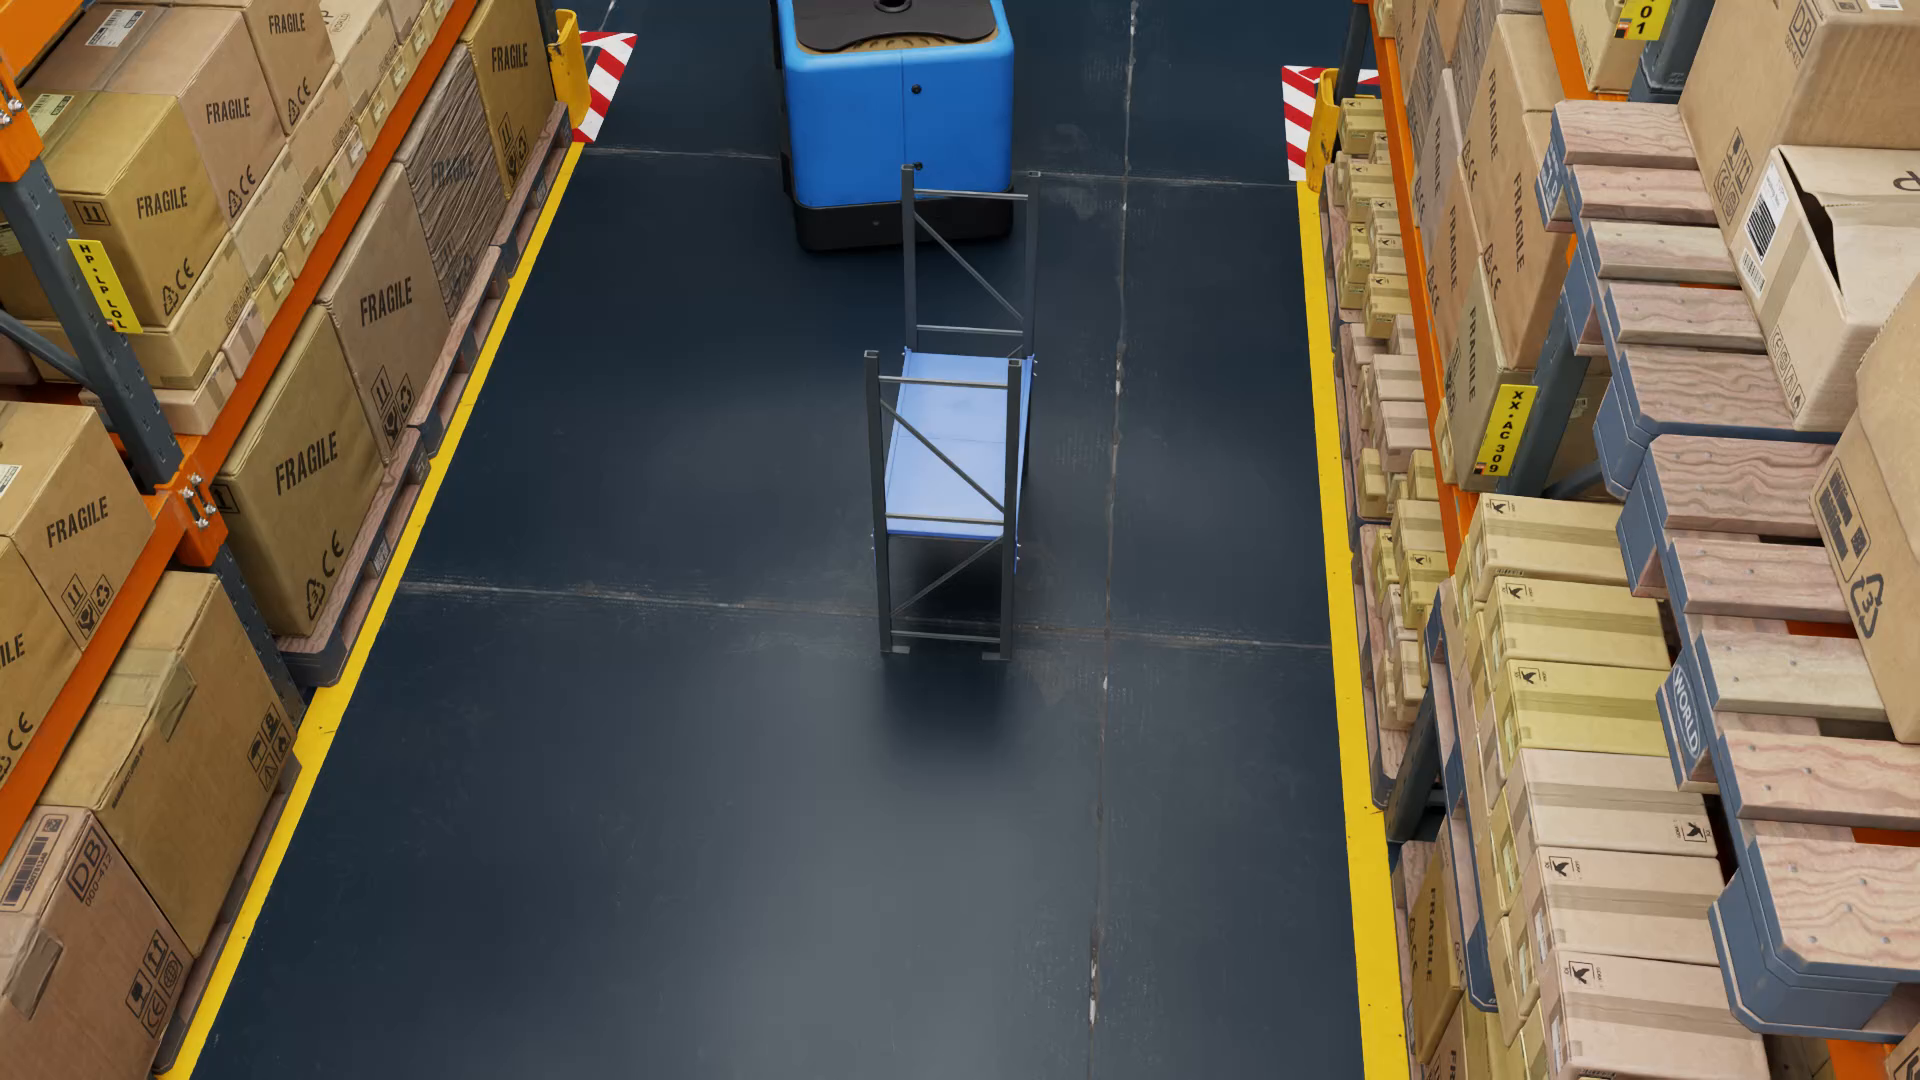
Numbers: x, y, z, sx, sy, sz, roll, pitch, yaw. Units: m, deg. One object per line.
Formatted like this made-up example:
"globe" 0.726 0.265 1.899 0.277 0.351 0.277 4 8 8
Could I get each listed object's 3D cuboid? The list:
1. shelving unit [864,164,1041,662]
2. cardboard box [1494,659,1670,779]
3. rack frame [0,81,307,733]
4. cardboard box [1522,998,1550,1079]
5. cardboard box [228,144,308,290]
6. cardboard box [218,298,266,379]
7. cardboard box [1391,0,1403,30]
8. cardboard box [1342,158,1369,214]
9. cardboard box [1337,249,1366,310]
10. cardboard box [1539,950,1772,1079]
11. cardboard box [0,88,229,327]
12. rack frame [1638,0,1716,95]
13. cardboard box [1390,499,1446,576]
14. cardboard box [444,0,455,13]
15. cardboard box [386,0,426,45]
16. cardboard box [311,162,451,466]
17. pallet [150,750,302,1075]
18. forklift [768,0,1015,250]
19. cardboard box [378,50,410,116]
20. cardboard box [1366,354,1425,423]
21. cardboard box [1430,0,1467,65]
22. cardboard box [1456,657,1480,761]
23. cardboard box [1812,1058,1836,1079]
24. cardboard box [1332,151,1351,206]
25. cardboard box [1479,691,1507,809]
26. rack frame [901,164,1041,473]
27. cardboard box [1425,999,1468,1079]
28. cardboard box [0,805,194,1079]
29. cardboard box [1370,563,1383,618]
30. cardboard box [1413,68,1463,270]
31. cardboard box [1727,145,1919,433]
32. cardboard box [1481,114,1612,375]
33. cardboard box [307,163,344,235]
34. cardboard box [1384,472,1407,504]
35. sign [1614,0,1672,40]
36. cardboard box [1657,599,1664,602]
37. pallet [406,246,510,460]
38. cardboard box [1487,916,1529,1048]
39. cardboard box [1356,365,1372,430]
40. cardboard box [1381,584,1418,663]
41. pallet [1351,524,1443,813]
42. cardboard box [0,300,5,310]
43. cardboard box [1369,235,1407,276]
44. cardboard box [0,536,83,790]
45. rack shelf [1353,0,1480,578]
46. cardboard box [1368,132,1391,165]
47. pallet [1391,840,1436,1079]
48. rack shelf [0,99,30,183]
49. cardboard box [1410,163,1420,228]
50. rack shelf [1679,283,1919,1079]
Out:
"shelving unit" -0.008 -0.443 6.165 0.538 1.500 1.048 4 48 4
"cardboard box" 1.453 0.429 3.834 0.380 0.149 0.250 4 48 4
"rack frame" -2.938 -0.373 5.085 1.000 3.000 0.127 4 48 4
"cardboard box" 1.384 1.100 3.421 0.380 0.149 0.250 3 48 3
"cardboard box" -2.584 -1.116 5.664 0.500 0.250 0.500 4 48 3
"cardboard box" -2.556 -0.677 5.532 0.380 0.149 0.250 2 48 2
"cardboard box" 2.017 -2.333 6.607 0.500 0.500 0.500 4 48 4
"cardboard box" 1.972 -1.620 7.670 0.380 0.149 0.250 4 48 3
"cardboard box" 1.900 -1.160 7.451 0.380 0.149 0.250 4 48 4
"cardboard box" 1.382 0.985 3.324 0.380 0.149 0.250 5 48 5
"cardboard box" -2.640 -1.011 5.060 0.500 0.500 0.500 4 48 4
"rack frame" 1.992 -1.990 2.498 1.000 3.000 0.127 4 48 4
"cardboard box" 1.765 0.001 5.986 0.380 0.149 0.250 3 48 3
"cardboard box" -2.348 -2.384 7.094 0.380 0.149 0.250 5 48 4
"cardboard box" -2.446 -2.242 6.694 0.500 0.250 0.500 2 48 2
"cardboard box" -2.716 -0.939 6.757 0.875 0.875 0.875 4 48 4
"pallet" -2.933 1.140 5.590 1.003 0.211 1.213 4 48 4
"forklift" -0.450 -3.474 7.967 1.130 2.935 3.031 -6 48 -5
"cardboard box" -2.417 -1.821 6.579 0.380 0.149 0.250 5 48 4
"cardboard box" 1.811 -0.588 6.526 0.380 0.149 0.250 2 48 2
"cardboard box" 1.899 -1.938 5.569 0.500 0.500 0.500 3 48 2
"cardboard box" 1.479 0.440 4.226 0.380 0.149 0.250 5 48 4
"cardboard box" 2.038 1.240 3.495 0.380 0.149 0.250 6 48 5
"cardboard box" 1.990 -1.721 7.965 0.380 0.149 0.250 5 48 4
"cardboard box" 1.454 0.516 3.955 0.380 0.149 0.250 5 48 4
"rack frame" 0.039 -0.817 6.507 0.500 1.500 0.032 4 48 4
"cardboard box" 1.614 1.650 4.643 0.500 0.500 0.500 6 48 5
"cardboard box" -3.057 1.330 4.682 1.225 0.875 0.875 2 48 2
"cardboard box" 1.756 0.160 6.244 0.380 0.149 0.250 2 48 2
"cardboard box" 1.850 -1.221 5.591 0.500 0.500 0.500 4 48 3
"cardboard box" 1.703 -0.457 2.904 0.500 0.311 0.500 3 48 3
"cardboard box" 1.766 -0.801 4.529 0.500 0.500 0.500 2 48 2
"cardboard box" -2.487 -1.252 6.058 0.380 0.149 0.250 3 48 3
"cardboard box" 1.848 -0.263 6.429 0.380 0.149 0.250 5 48 4
"sign" 1.451 -1.183 3.442 0.100 0.325 0.005 4 48 4
"cardboard box" 2.314 0.216 5.789 0.380 0.149 0.250 6 48 5
"pallet" -2.682 -0.885 7.442 1.003 0.211 1.213 4 48 4
"cardboard box" 1.405 0.995 3.719 0.380 0.149 0.250 2 48 2
"cardboard box" 1.863 -0.583 6.924 0.380 0.149 0.250 4 48 4
"cardboard box" 1.717 0.302 5.913 0.380 0.149 0.250 2 48 2
"pallet" 2.018 0.480 6.194 1.003 0.211 1.213 4 48 4
"cardboard box" -3.162 -1.032 5.079 0.500 0.500 0.500 5 48 5
"cardboard box" 1.940 -1.145 7.035 0.380 0.149 0.250 6 48 5
"cardboard box" -2.760 0.318 4.385 0.500 0.500 0.500 5 48 5
"rack shelf" 2.175 -1.193 6.321 1.077 0.370 4.000 4 48 4
"cardboard box" 2.065 -1.713 7.554 0.380 0.149 0.250 5 48 4
"pallet" 1.923 1.548 5.217 1.003 0.211 1.213 4 48 4
"rack shelf" -3.120 0.327 2.899 1.077 0.370 4.000 4 48 4
"cardboard box" 1.856 -1.260 6.066 0.380 0.149 0.250 5 48 4
"rack shelf" 1.810 0.734 2.526 1.077 0.370 4.000 4 48 4
